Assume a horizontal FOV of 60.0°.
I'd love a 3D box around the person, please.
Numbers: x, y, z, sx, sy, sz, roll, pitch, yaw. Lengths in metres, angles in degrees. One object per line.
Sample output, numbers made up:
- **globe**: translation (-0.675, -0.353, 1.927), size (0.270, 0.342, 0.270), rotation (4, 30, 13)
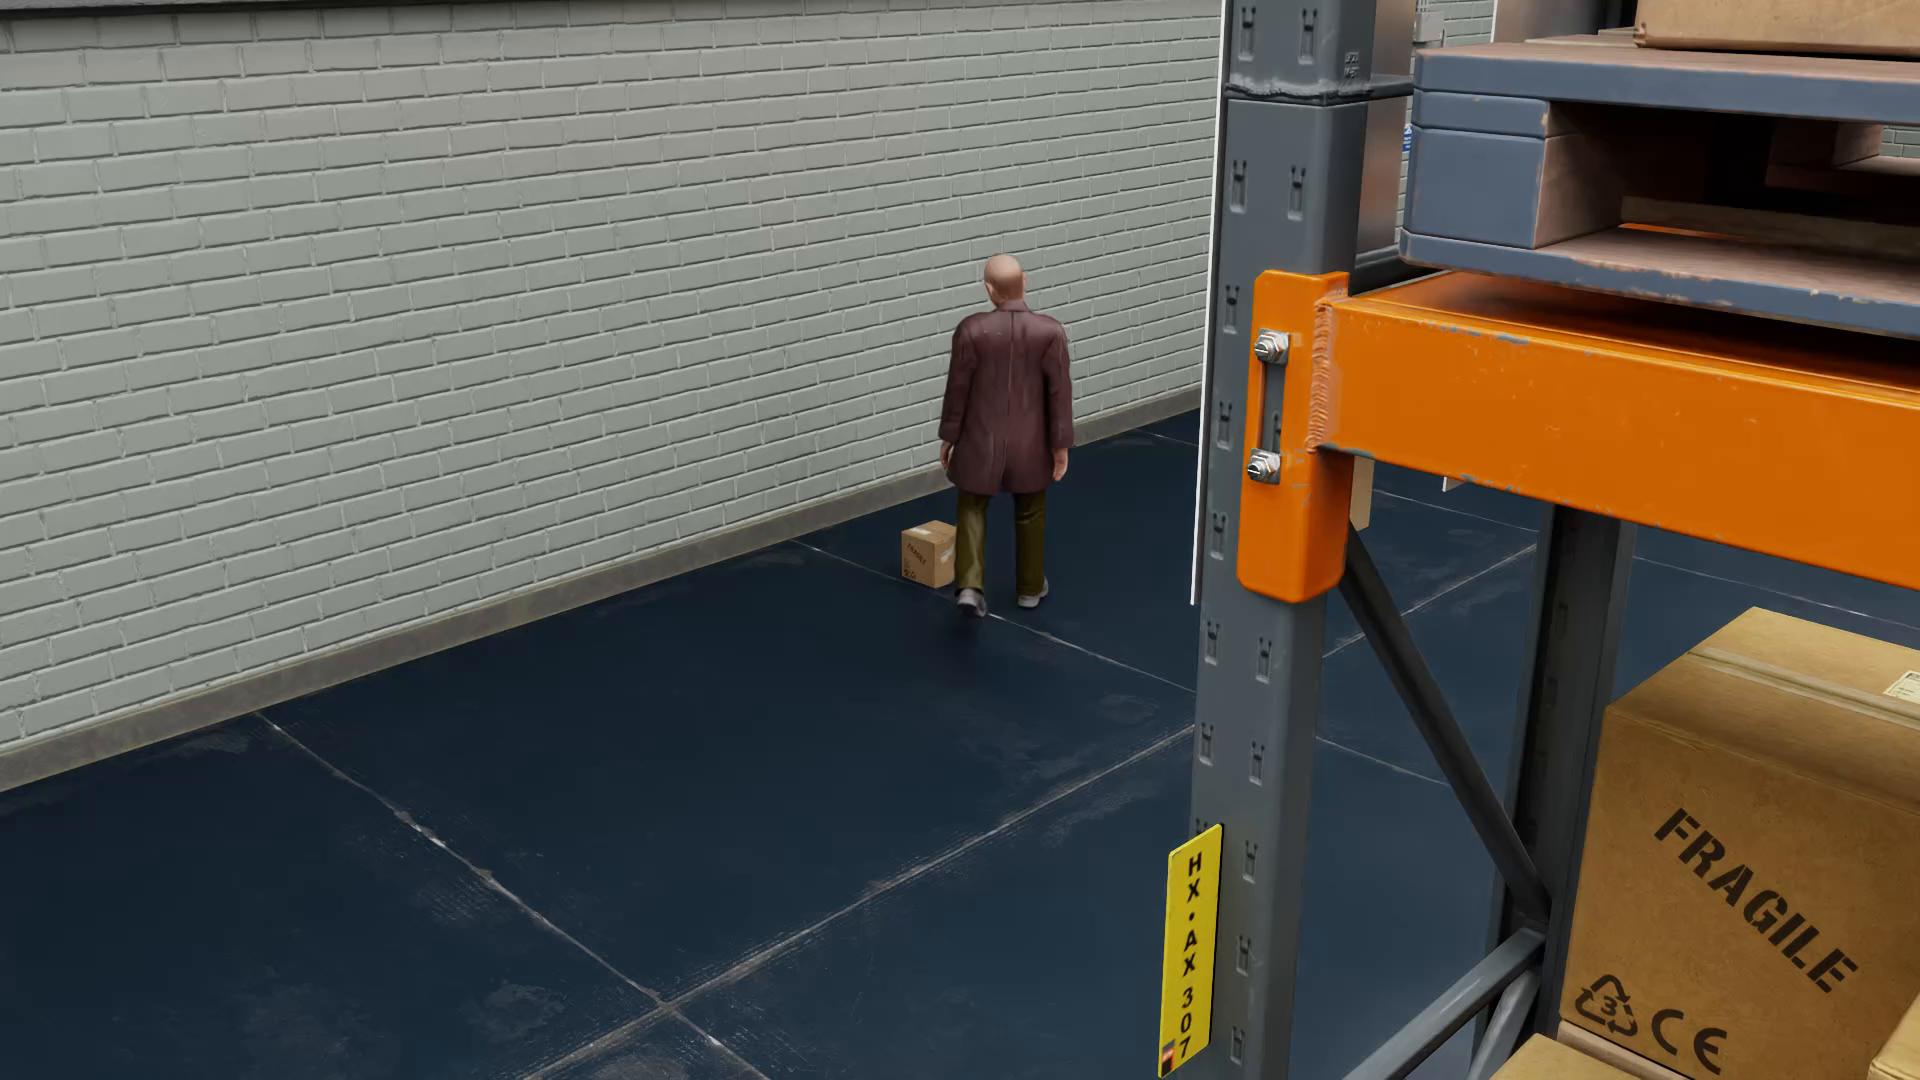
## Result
- **person**: translation (0.213, -0.462, 7.842), size (0.636, 1.768, 0.794), rotation (-1, 20, -2)
